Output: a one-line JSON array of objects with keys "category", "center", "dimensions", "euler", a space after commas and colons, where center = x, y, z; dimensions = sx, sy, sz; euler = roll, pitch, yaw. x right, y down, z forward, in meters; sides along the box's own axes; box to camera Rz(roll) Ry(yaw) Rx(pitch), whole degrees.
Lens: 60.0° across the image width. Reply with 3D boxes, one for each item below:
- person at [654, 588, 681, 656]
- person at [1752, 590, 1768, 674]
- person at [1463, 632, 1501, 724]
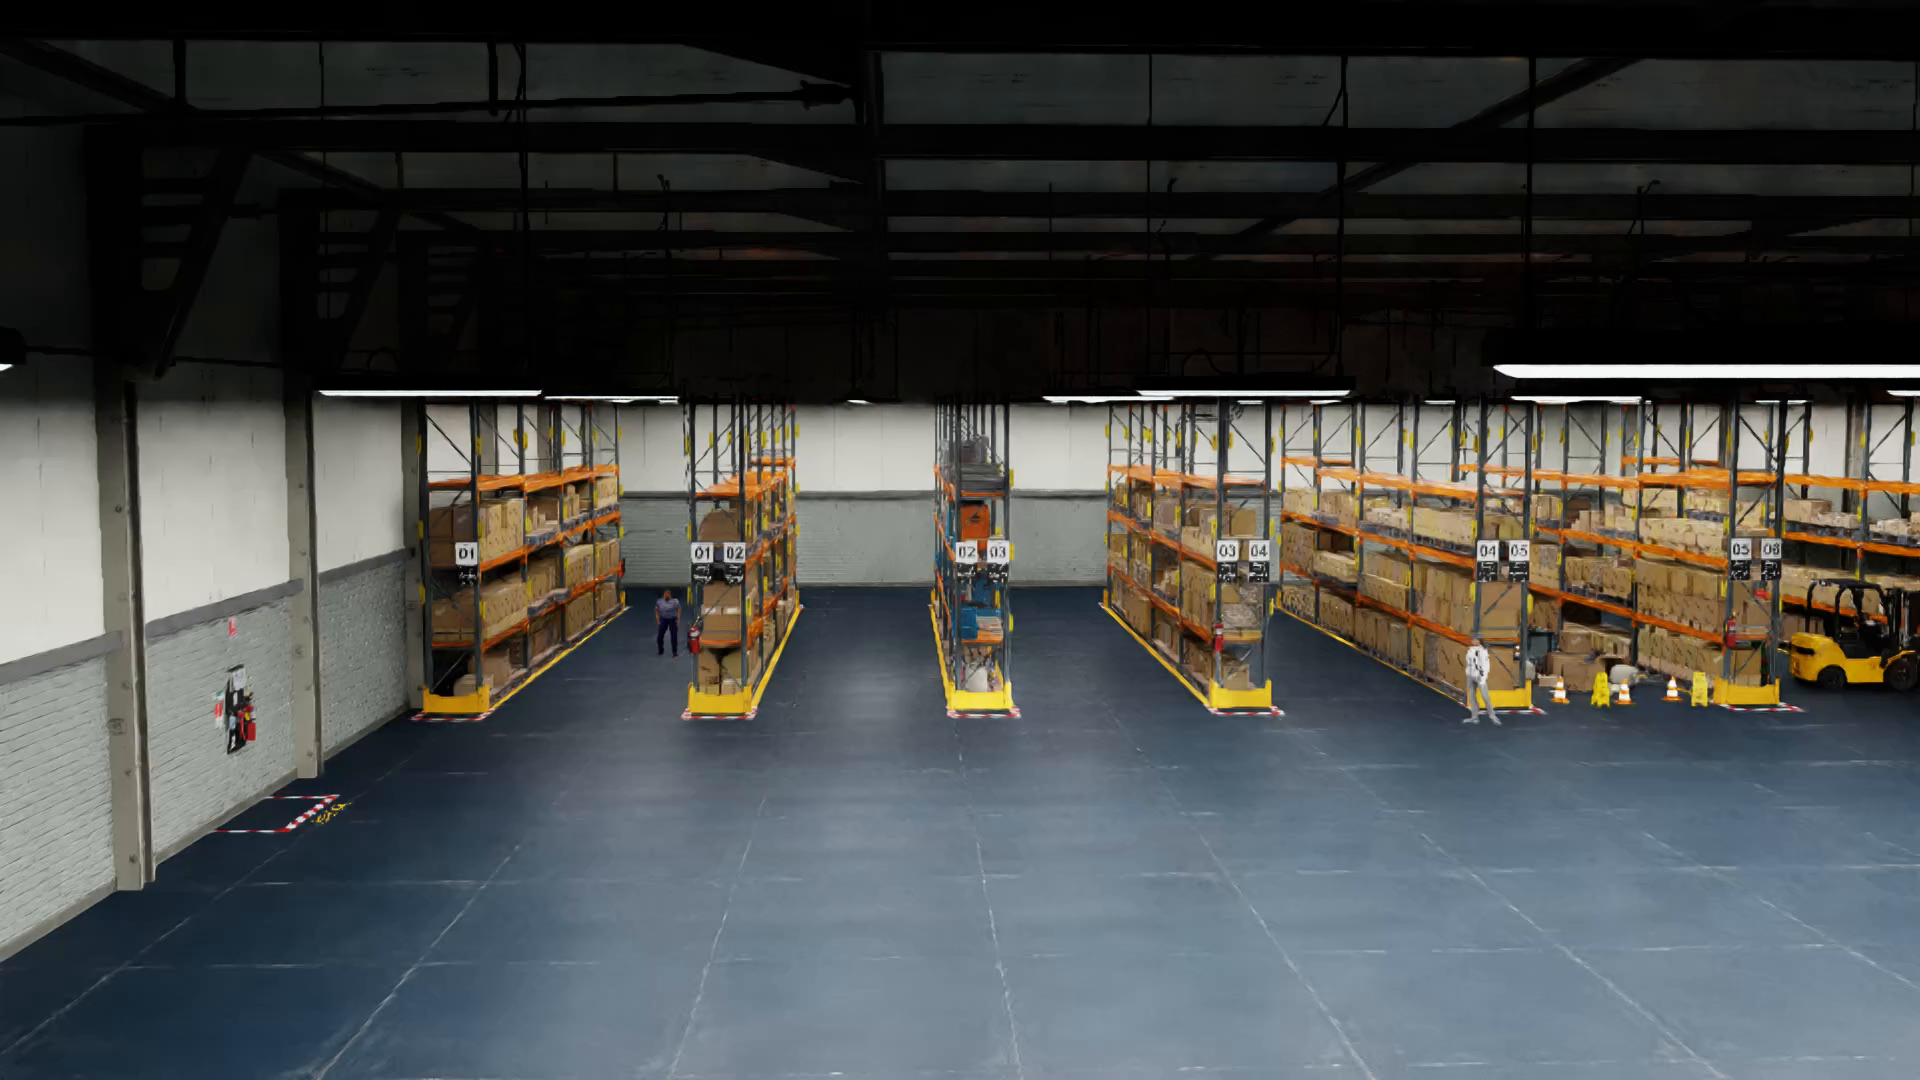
[{"category": "person", "center": [-6.708, 1.877, 38.192], "dimensions": [0.625, 1.596, 0.510], "euler": [0, 5, -3]}, {"category": "person", "center": [17.091, 1.958, 35.674], "dimensions": [0.490, 1.787, 0.608], "euler": [2, 5, 27]}, {"category": "person", "center": [9.409, 2.489, 30.137], "dimensions": [0.488, 1.668, 0.542], "euler": [-2, 5, -28]}]
